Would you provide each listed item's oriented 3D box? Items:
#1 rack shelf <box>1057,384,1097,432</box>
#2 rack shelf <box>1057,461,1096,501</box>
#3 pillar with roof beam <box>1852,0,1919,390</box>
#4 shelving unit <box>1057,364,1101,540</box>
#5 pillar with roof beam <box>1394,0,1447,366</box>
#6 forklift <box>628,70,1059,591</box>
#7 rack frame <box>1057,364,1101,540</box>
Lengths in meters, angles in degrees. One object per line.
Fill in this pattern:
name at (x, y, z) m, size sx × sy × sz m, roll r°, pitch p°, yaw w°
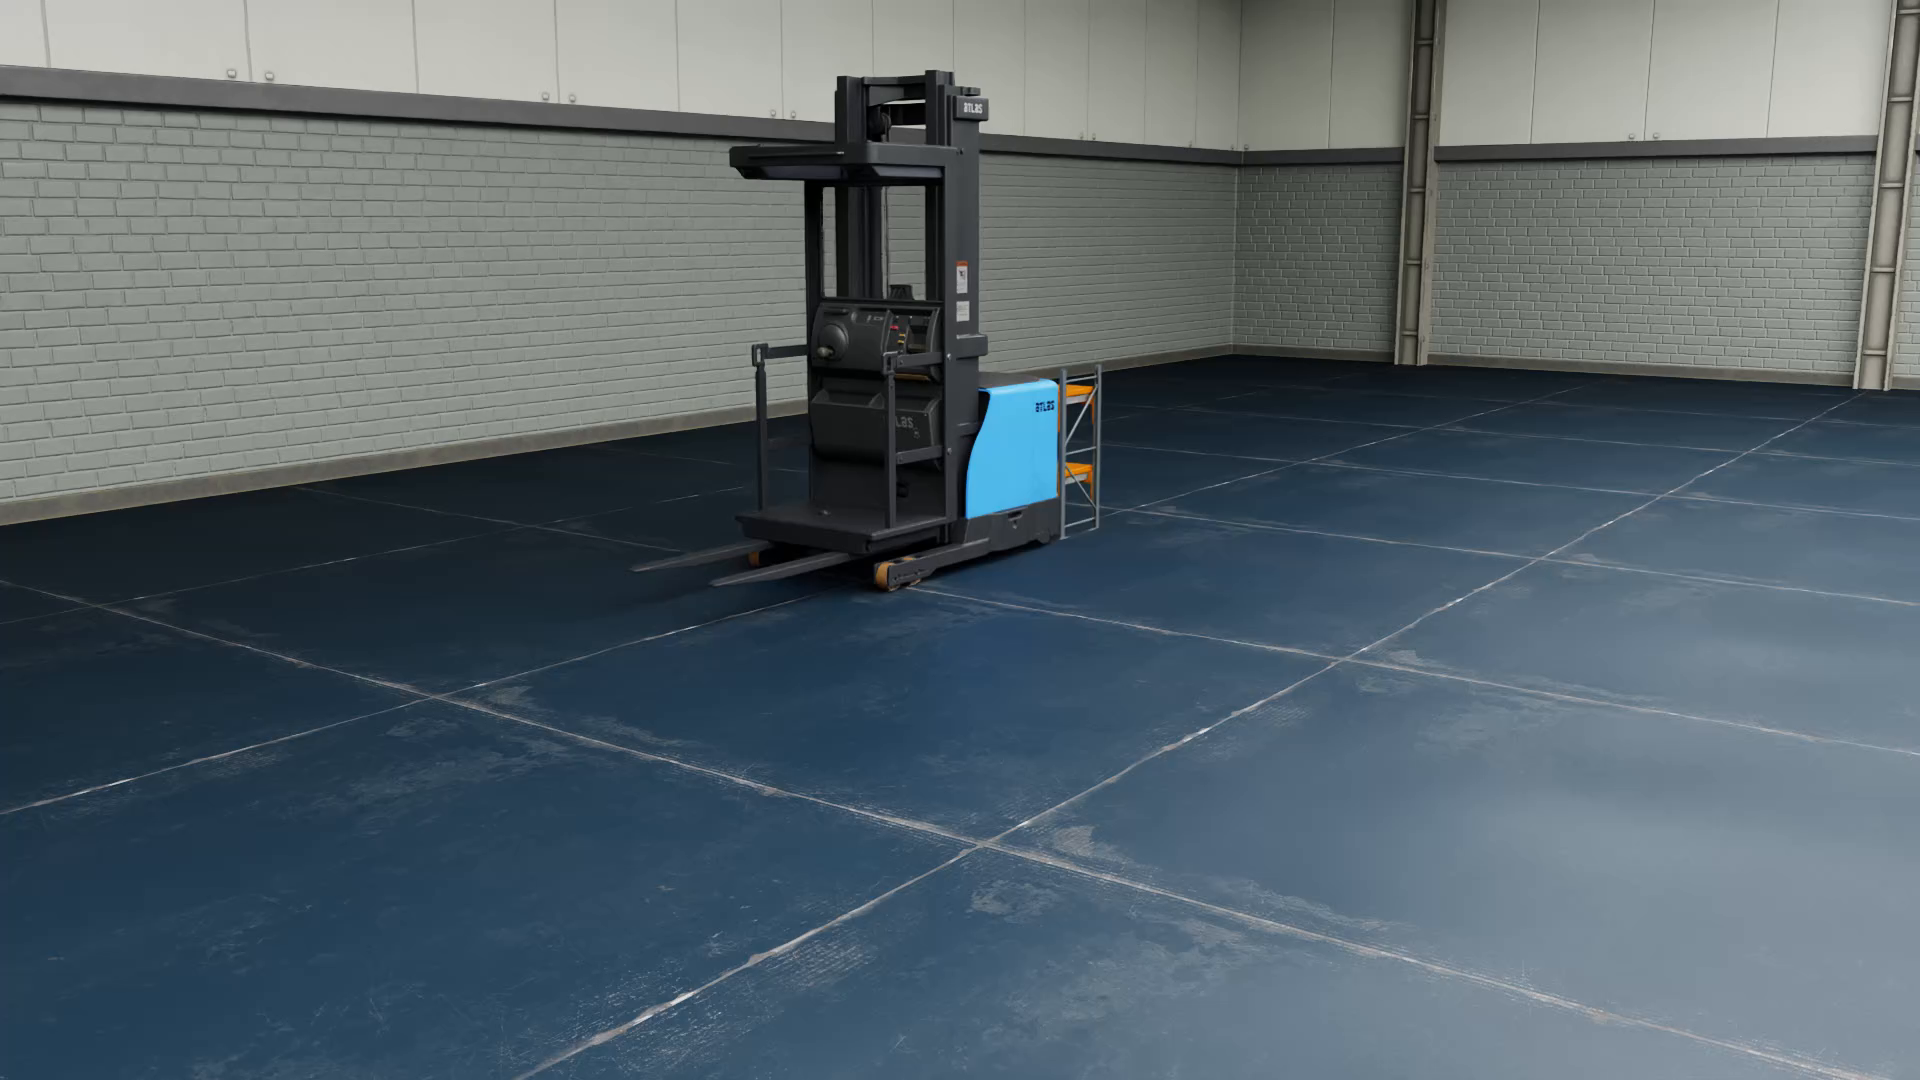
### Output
rack shelf at (0.383, -0.936, 11.364) m, size 1.000 × 0.278 × 0.538 m, roll 7°, pitch 13°, yaw 34°
rack shelf at (0.382, -0.408, 11.466) m, size 1.000 × 0.278 × 0.538 m, roll 7°, pitch 13°, yaw 34°
pillar with roof beam at (8.884, -5.658, 16.583) m, size 0.400 × 9.000 × 9.100 m, roll 8°, pitch 13°, yaw 36°
shelving unit at (0.383, -0.649, 11.420) m, size 1.048 × 1.125 × 0.538 m, roll 7°, pitch 13°, yaw 34°
pillar with roof beam at (4.048, -6.332, 20.069) m, size 0.400 × 9.000 × 9.100 m, roll 8°, pitch 13°, yaw 36°
forklift at (-0.635, -1.252, 9.782) m, size 1.130 × 2.935 × 3.031 m, roll 8°, pitch 14°, yaw 36°
rack frame at (0.801, -0.594, 11.136) m, size 0.032 × 1.125 × 0.500 m, roll 7°, pitch 13°, yaw 34°
